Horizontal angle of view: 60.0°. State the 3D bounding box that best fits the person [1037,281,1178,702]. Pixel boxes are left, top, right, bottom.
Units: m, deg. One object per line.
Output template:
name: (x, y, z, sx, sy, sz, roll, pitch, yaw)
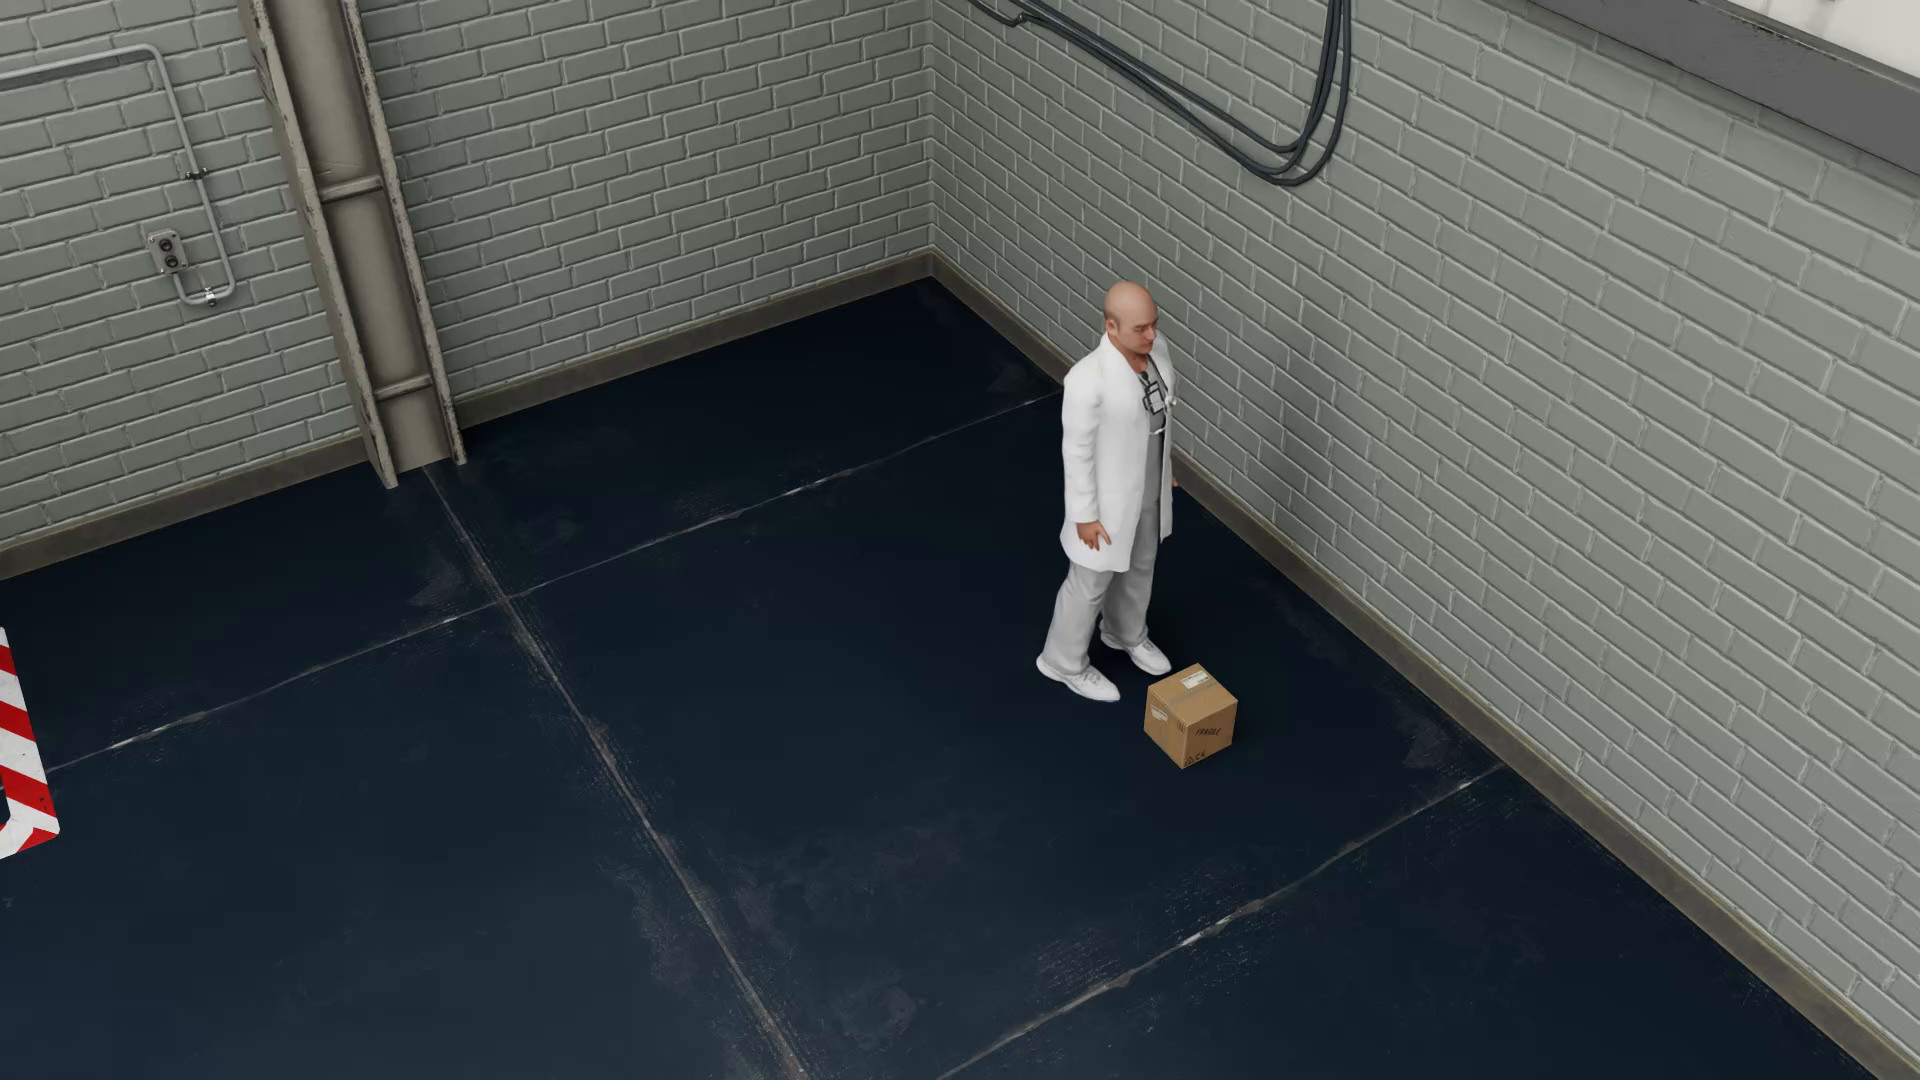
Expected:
person: (0.660, -0.162, 6.366, 0.436, 1.818, 0.624, 32, 50, 32)
